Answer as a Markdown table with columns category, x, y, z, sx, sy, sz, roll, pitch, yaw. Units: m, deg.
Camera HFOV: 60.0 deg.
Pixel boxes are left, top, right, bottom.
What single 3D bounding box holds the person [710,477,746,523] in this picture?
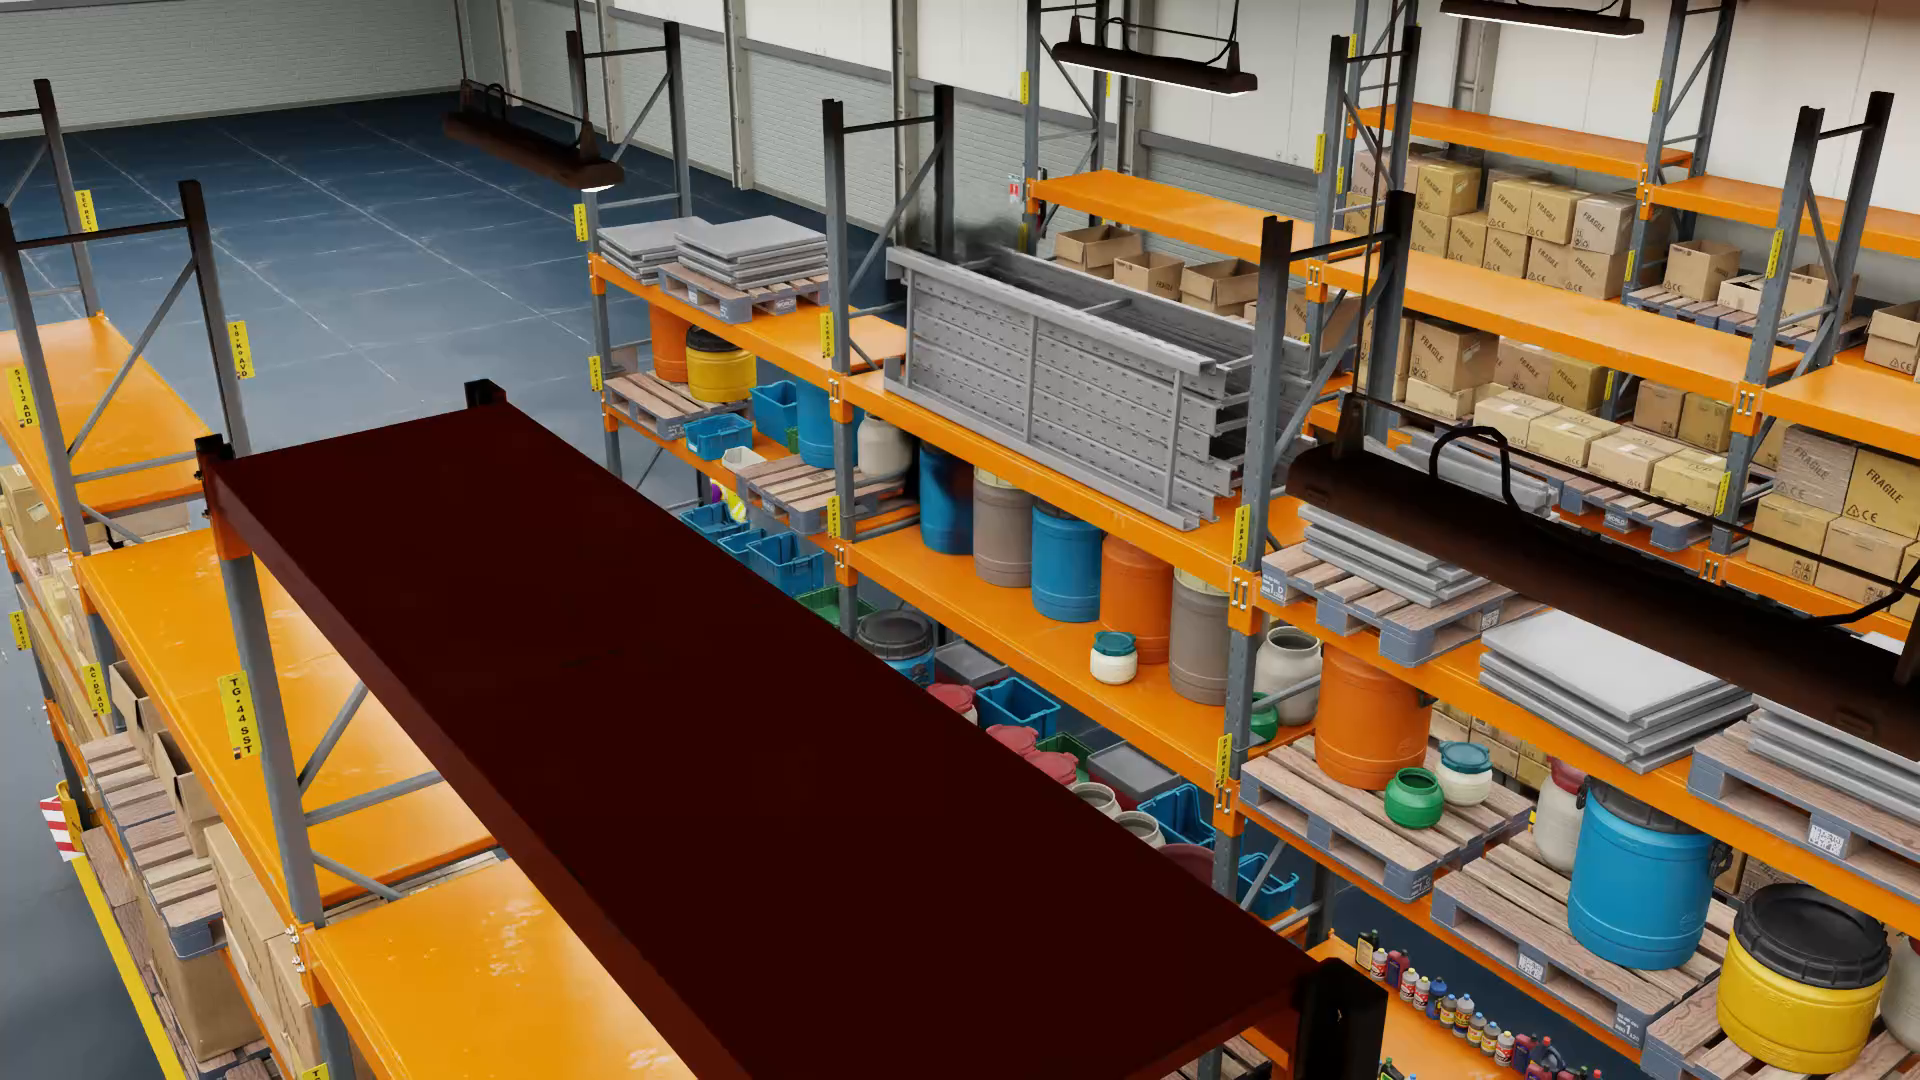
| category | x | y | z | sx | sy | sz | roll | pitch | yaw |
| --- | --- | --- | --- | --- | --- | --- | --- | --- | --- |
| person | -2.413 | -0.178 | 17.326 | 0.630 | 1.754 | 0.685 | 7 | 26 | 14 |
